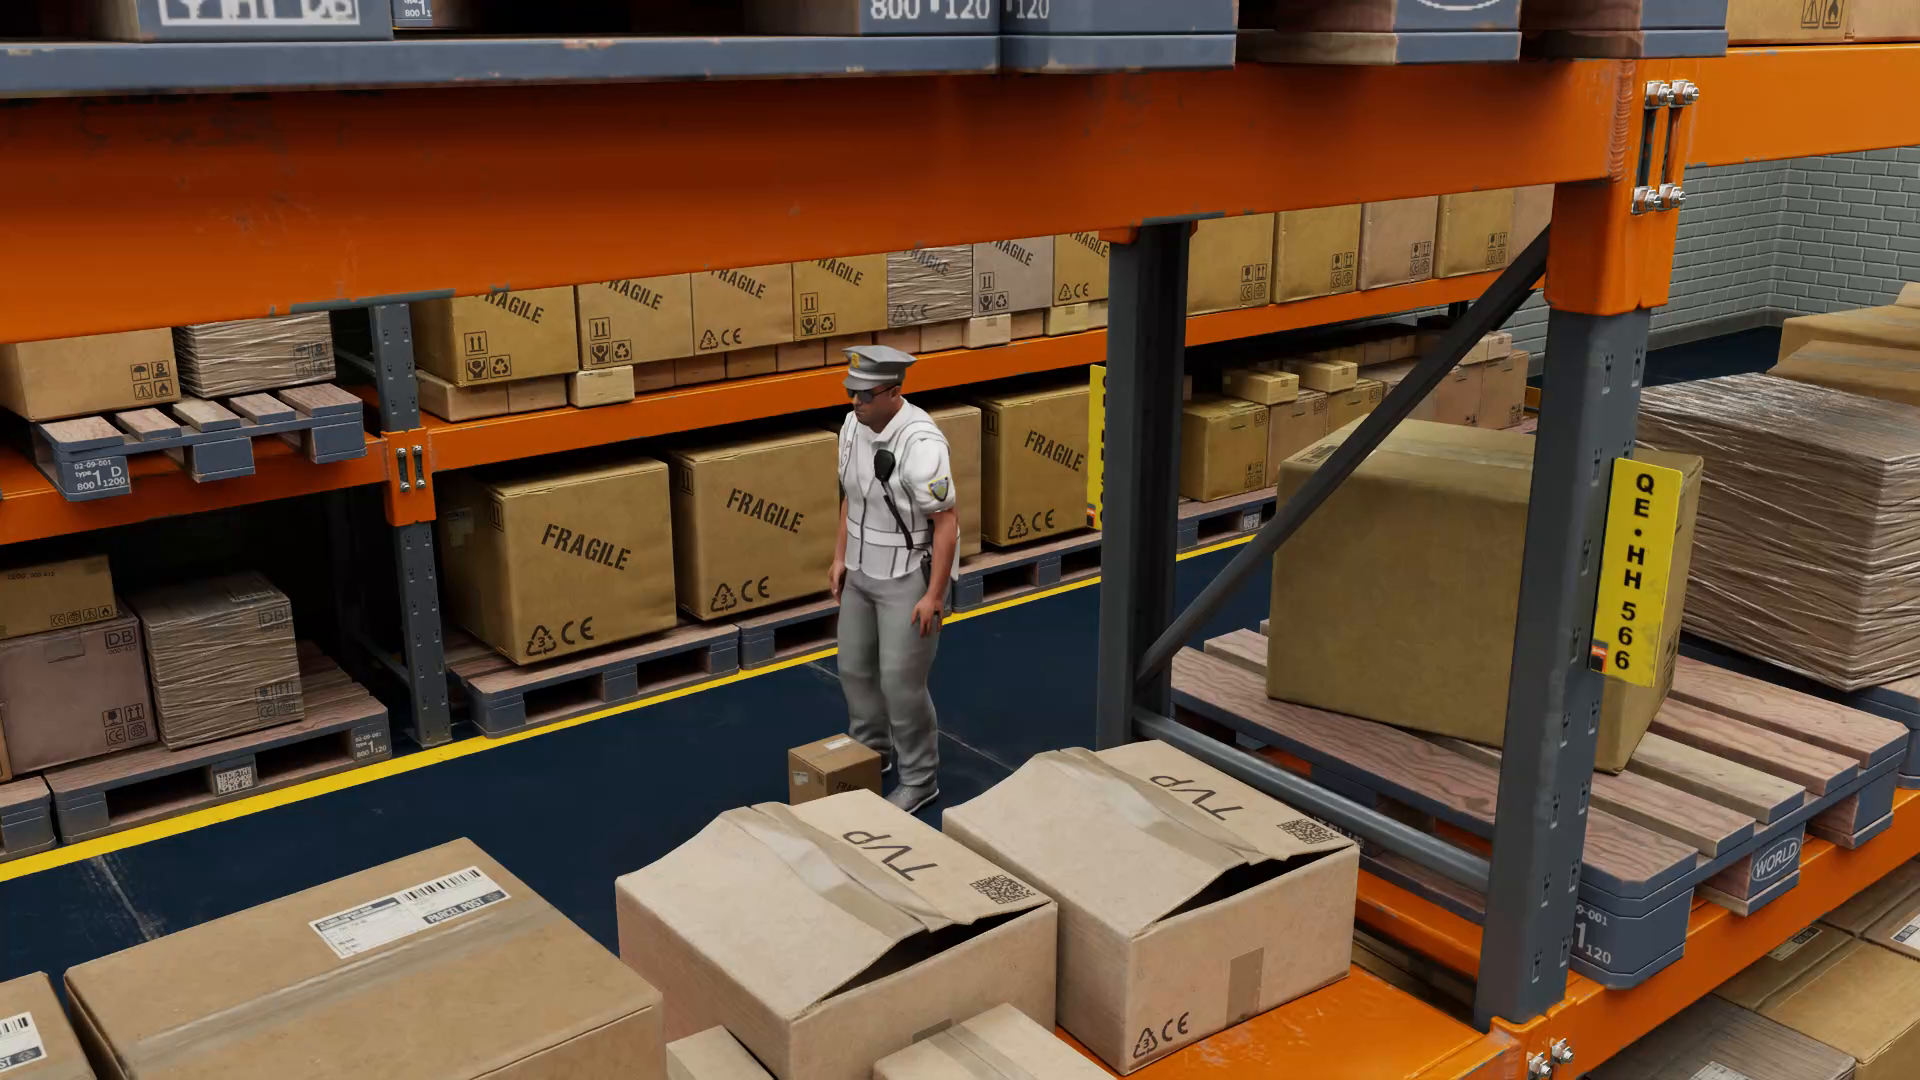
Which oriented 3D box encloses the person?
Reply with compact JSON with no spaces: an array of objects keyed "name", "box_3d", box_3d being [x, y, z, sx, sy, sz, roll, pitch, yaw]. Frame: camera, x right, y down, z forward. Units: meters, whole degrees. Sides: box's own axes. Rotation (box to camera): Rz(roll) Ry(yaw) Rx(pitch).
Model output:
[{"name":"person","box_3d":[-0.256,0.133,6.119,0.442,1.747,0.589,-15,23,-39]}]
